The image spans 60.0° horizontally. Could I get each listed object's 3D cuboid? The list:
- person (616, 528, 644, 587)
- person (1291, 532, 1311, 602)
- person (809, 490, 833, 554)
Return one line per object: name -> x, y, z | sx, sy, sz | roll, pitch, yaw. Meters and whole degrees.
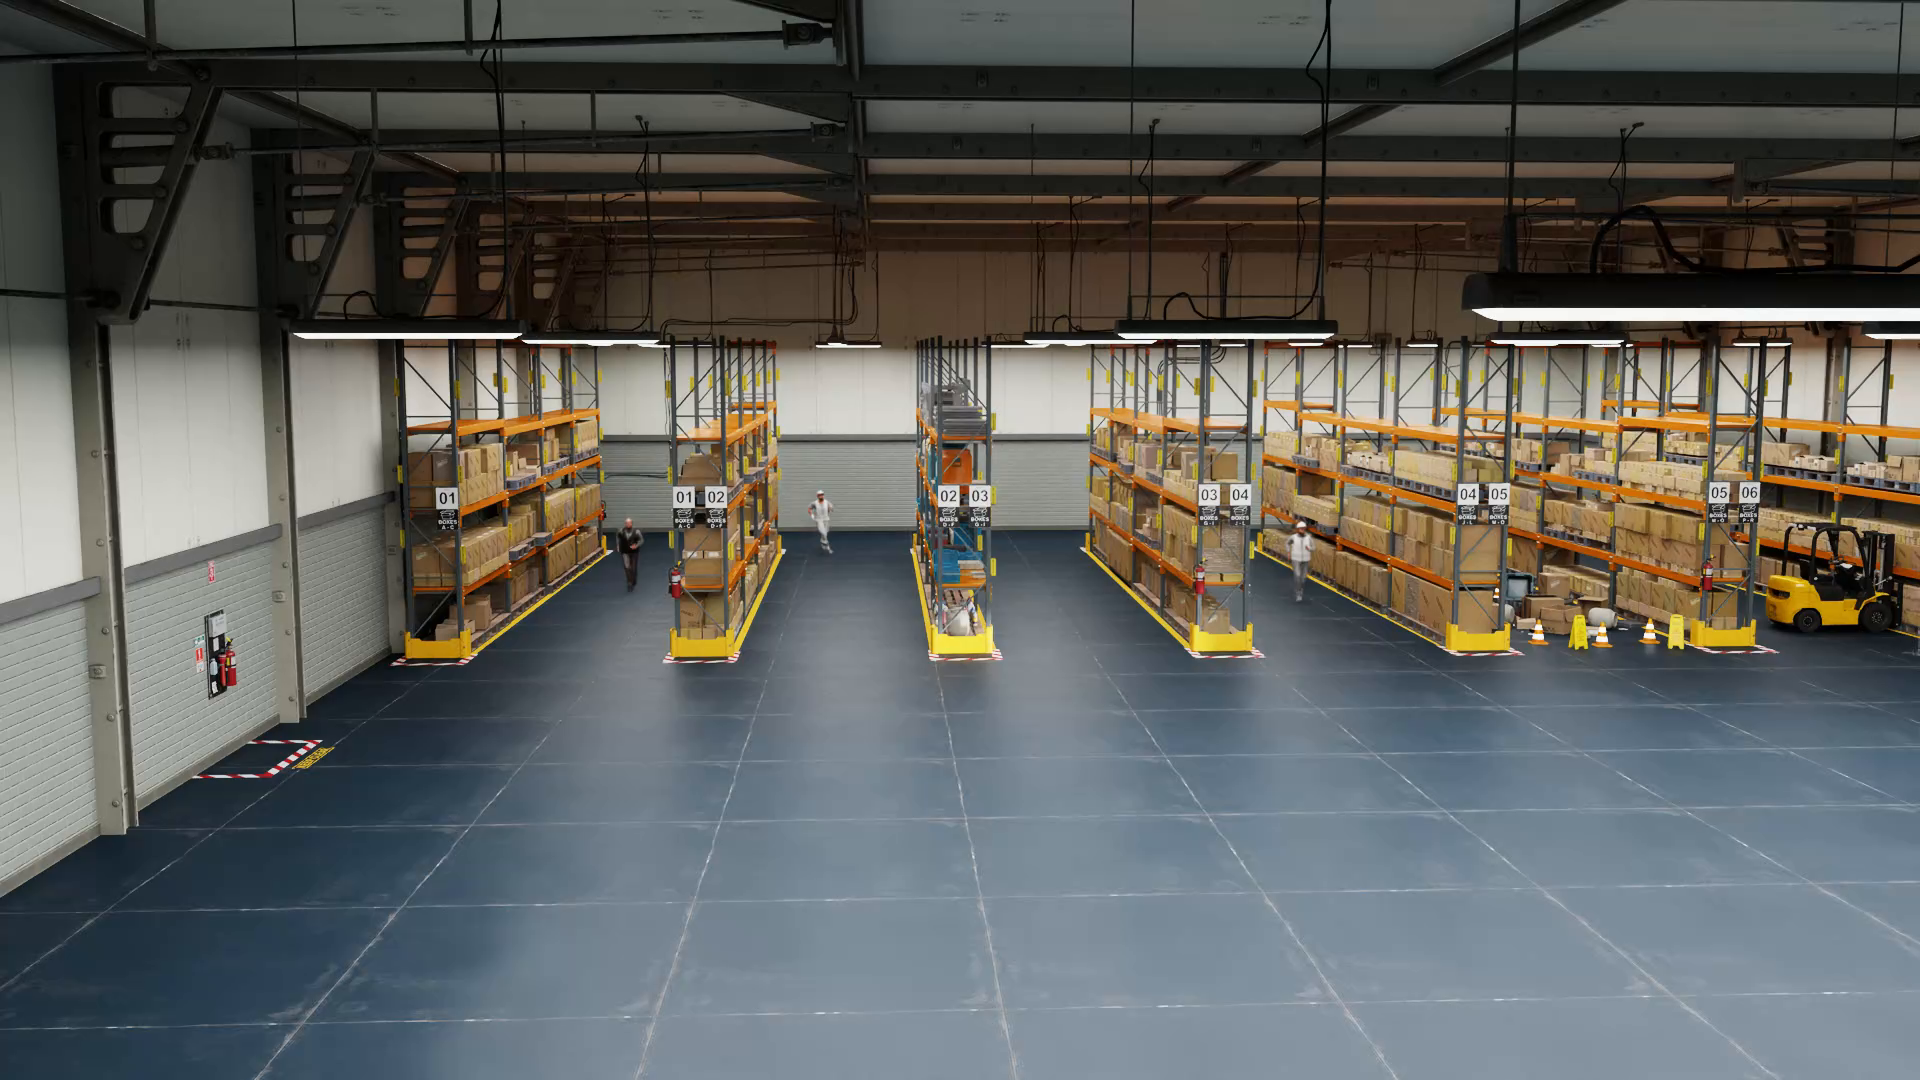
person -> -7.920, 0.384, 39.978 | 0.678, 1.430, 0.849 | -1, 7, -4
person -> 7.843, 0.589, 38.275 | 0.448, 1.550, 0.904 | 0, 6, -1
person -> -3.870, -0.514, 46.715 | 0.625, 1.764, 0.909 | -3, 7, -27
